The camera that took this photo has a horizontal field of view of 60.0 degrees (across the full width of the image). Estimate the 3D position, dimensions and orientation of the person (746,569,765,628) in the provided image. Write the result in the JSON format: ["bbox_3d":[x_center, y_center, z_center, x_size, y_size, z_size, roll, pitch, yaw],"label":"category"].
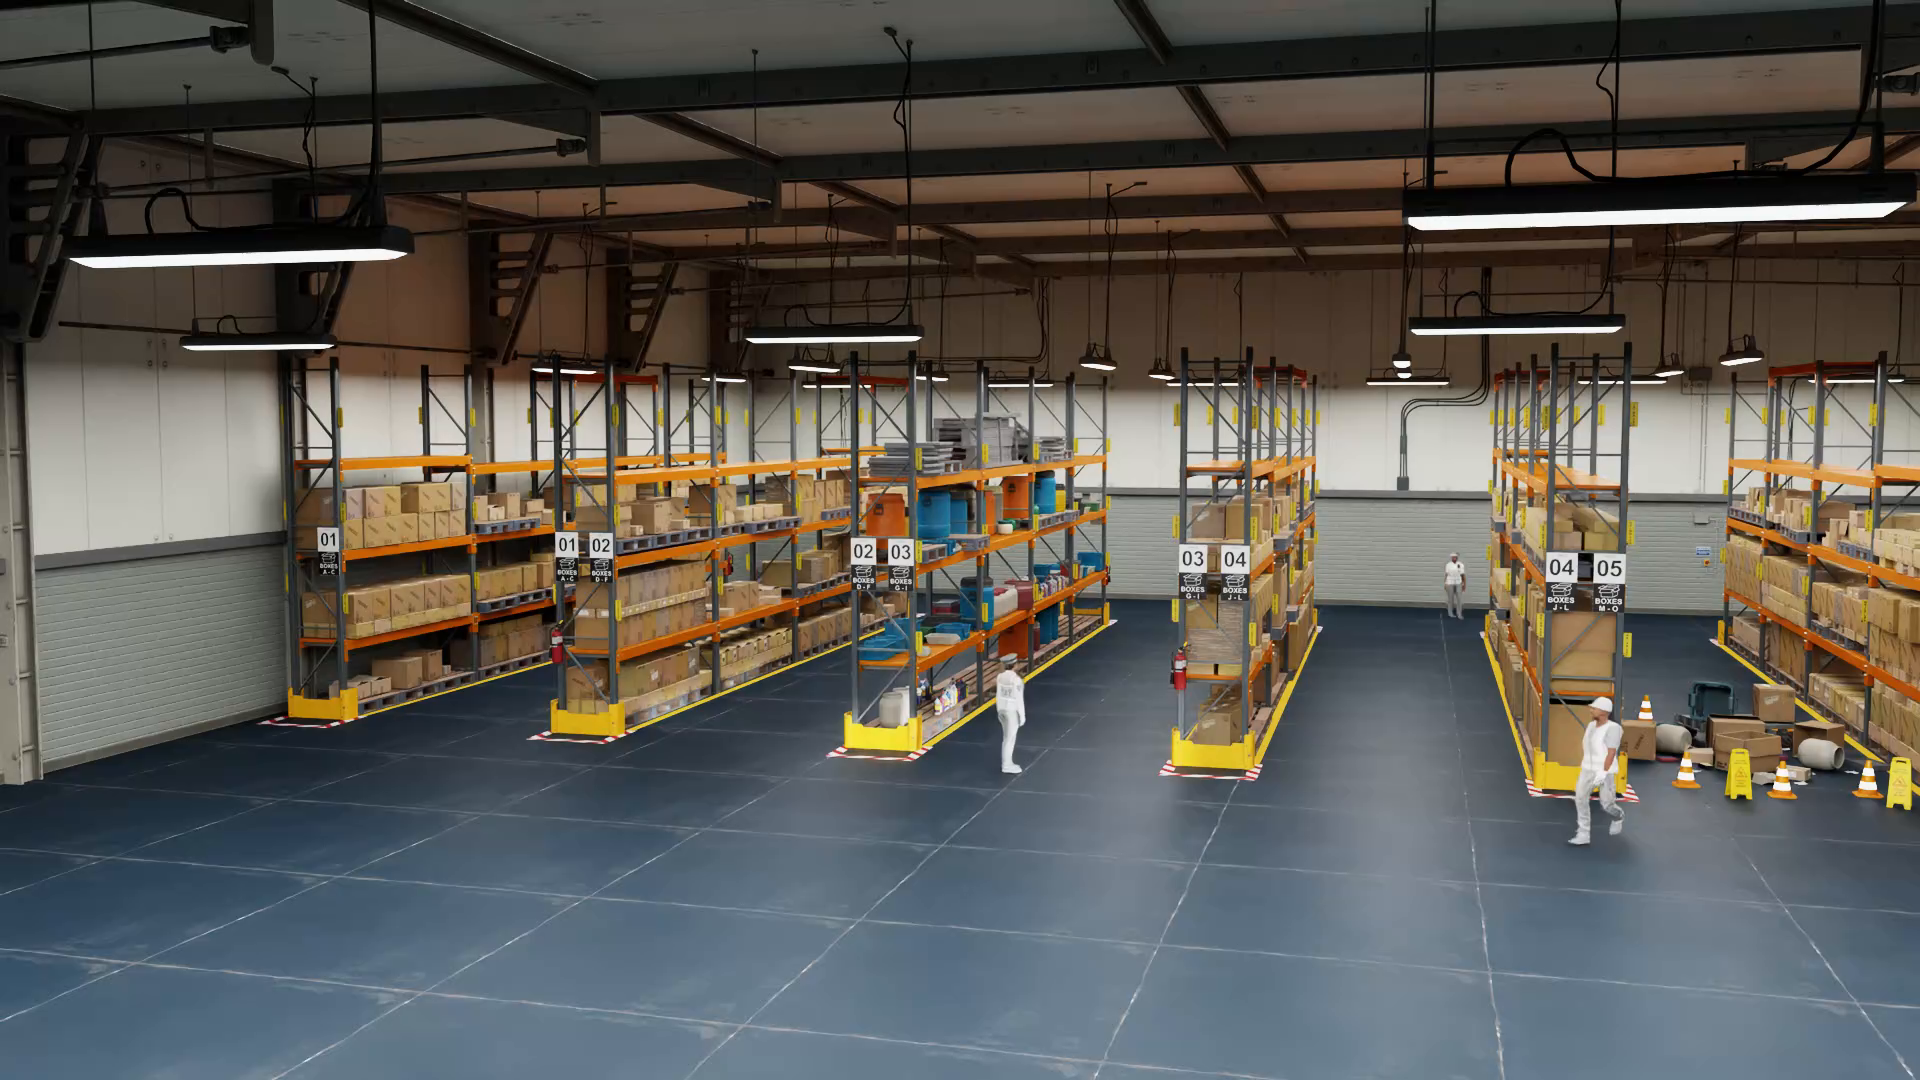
[{"bbox_3d":[-4.724,1.470,38.355,0.562,1.489,0.648,2,5,21],"label":"person"}]

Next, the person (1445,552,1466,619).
[{"bbox_3d":[12.375,1.127,41.600,0.521,1.690,0.457,0,4,4],"label":"person"}]

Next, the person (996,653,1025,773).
[{"bbox_3d":[0.773,2.448,23.521,0.449,1.704,0.531,-3,5,-32],"label":"person"}]

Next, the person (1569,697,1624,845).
[{"bbox_3d":[7.526,2.712,19.617,0.905,1.710,0.514,-3,5,-38],"label":"person"}]
